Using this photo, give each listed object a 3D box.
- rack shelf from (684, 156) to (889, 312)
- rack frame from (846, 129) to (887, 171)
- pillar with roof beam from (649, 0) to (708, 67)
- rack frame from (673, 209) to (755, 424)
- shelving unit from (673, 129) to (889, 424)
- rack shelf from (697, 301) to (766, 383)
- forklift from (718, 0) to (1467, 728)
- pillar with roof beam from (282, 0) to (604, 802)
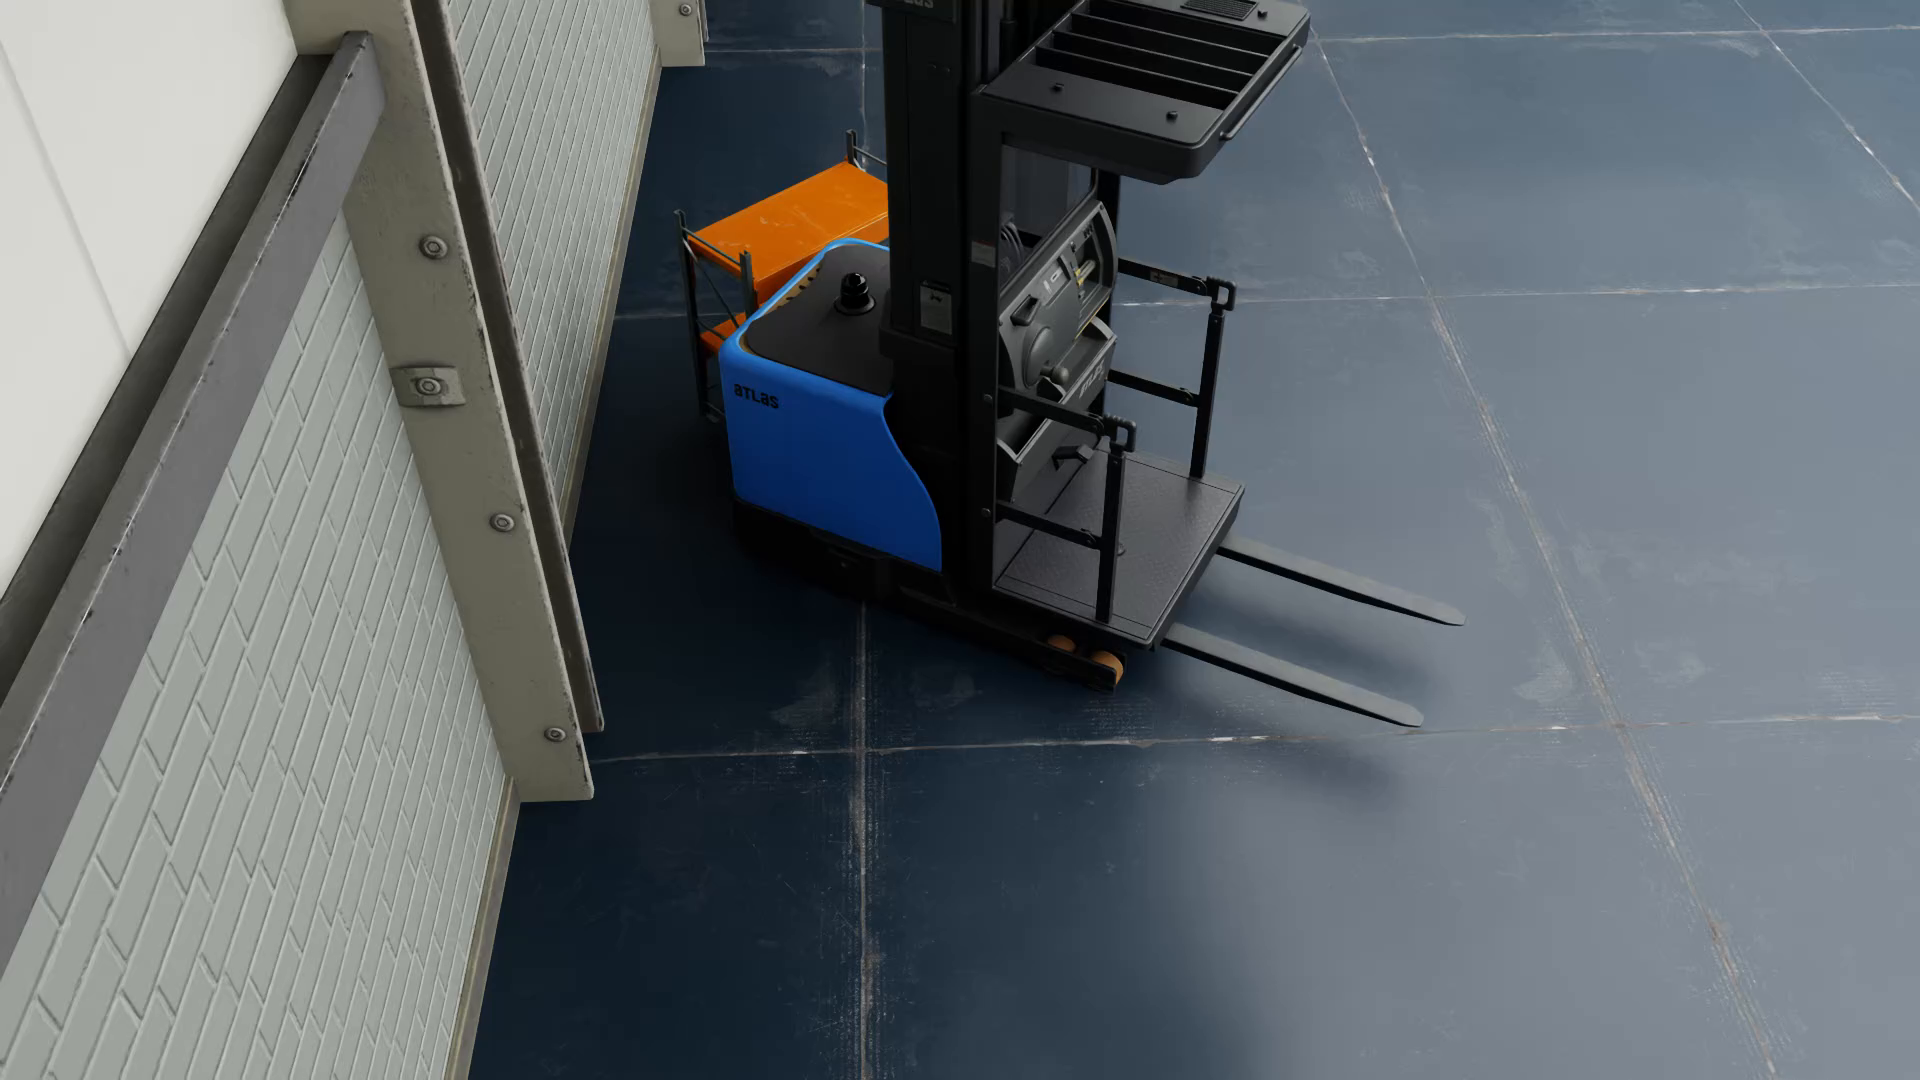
[{"bbox_3d":[-0.713,-1.373,7.631,1.000,0.278,0.538,-34,52,-31],"label":"rack shelf"},{"bbox_3d":[-0.351,-1.398,8.093,0.032,1.125,0.500,-34,52,-31],"label":"rack frame"},{"bbox_3d":[2.486,-6.634,7.978,9.100,9.000,0.400,-2,43,-2],"label":"pillar with roof beam"},{"bbox_3d":[-1.075,-0.915,7.566,0.032,1.125,0.500,-34,52,-31],"label":"rack frame"},{"bbox_3d":[-0.713,-1.157,7.829,1.048,1.125,0.538,-34,52,-31],"label":"shelving unit"},{"bbox_3d":[-0.713,-0.977,7.994,1.000,0.278,0.538,-34,52,-31],"label":"rack shelf"},{"bbox_3d":[0.558,-0.883,6.194,3.031,2.935,1.130,20,46,20],"label":"forklift"},{"bbox_3d":[2.741,-2.584,3.559,9.100,9.000,0.400,-2,43,-2],"label":"pillar with roof beam"}]
